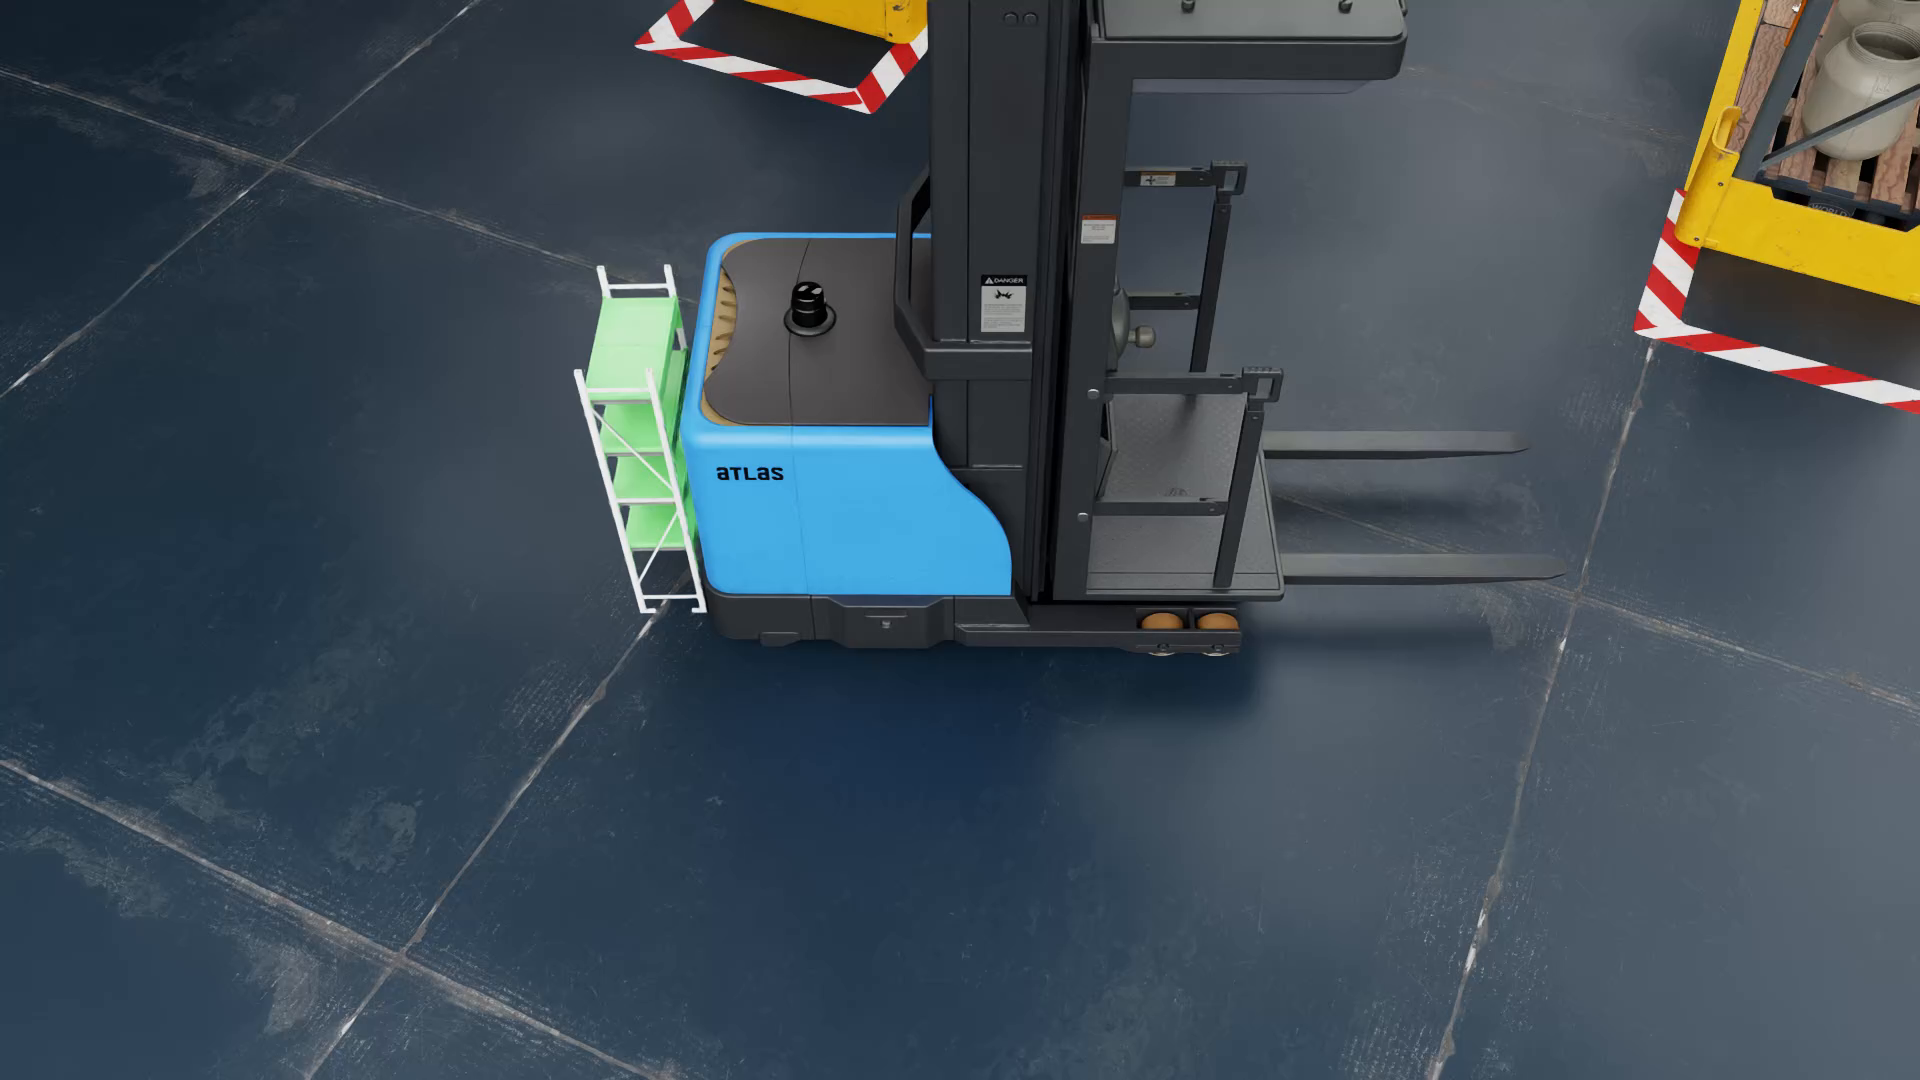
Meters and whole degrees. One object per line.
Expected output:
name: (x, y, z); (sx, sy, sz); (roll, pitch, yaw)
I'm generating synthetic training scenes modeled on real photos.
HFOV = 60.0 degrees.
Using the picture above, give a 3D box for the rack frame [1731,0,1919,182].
rack frame: (3.771, -2.164, 6.122); (1.000, 3.000, 0.127); (20, 52, 16)

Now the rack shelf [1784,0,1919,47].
rack shelf: (4.625, -3.308, 7.568); (1.077, 0.370, 4.000); (20, 52, 16)

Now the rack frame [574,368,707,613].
rack frame: (-1.052, -0.132, 5.570); (0.240, 1.200, 0.015); (-1, 50, 1)

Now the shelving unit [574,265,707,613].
shelving unit: (-1.051, -0.317, 5.728); (0.258, 1.200, 0.503); (-1, 50, 1)

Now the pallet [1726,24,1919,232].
pallet: (4.113, -1.886, 7.716); (1.003, 0.211, 1.213); (20, 52, 16)

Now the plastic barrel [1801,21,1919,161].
plastic barrel: (3.983, -1.972, 7.316); (0.421, 0.512, 0.421); (0, 50, 0)

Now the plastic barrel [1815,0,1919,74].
plastic barrel: (4.197, -2.317, 7.610); (0.421, 0.512, 0.421); (0, 50, 0)

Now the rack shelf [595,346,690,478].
rack shelf: (-1.055, -0.432, 5.594); (0.258, 0.148, 0.480); (-1, 50, 1)

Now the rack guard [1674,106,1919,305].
rack guard: (3.761, -1.422, 7.131); (1.175, 0.500, 0.348); (20, 52, 16)

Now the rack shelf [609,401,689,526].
rack shelf: (-1.049, -0.276, 5.777); (0.258, 0.148, 0.480); (-1, 50, 1)

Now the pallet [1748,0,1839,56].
pallet: (4.635, -2.723, 8.428); (1.003, 0.211, 1.213); (20, 52, 16)

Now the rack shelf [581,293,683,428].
rack shelf: (-1.061, -0.587, 5.411); (0.258, 0.148, 0.480); (-1, 50, 1)

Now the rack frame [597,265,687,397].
rack frame: (-1.050, -0.503, 5.886); (0.240, 1.200, 0.015); (-1, 50, 1)

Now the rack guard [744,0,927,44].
rack guard: (-0.716, -2.952, 8.433); (1.175, 0.500, 0.348); (20, 52, 16)

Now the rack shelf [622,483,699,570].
rack shelf: (-1.044, -0.121, 5.959); (0.258, 0.148, 0.480); (-1, 50, 1)

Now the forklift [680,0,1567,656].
forklift: (0.628, -0.948, 5.132); (3.031, 2.935, 1.130); (0, 50, 0)
